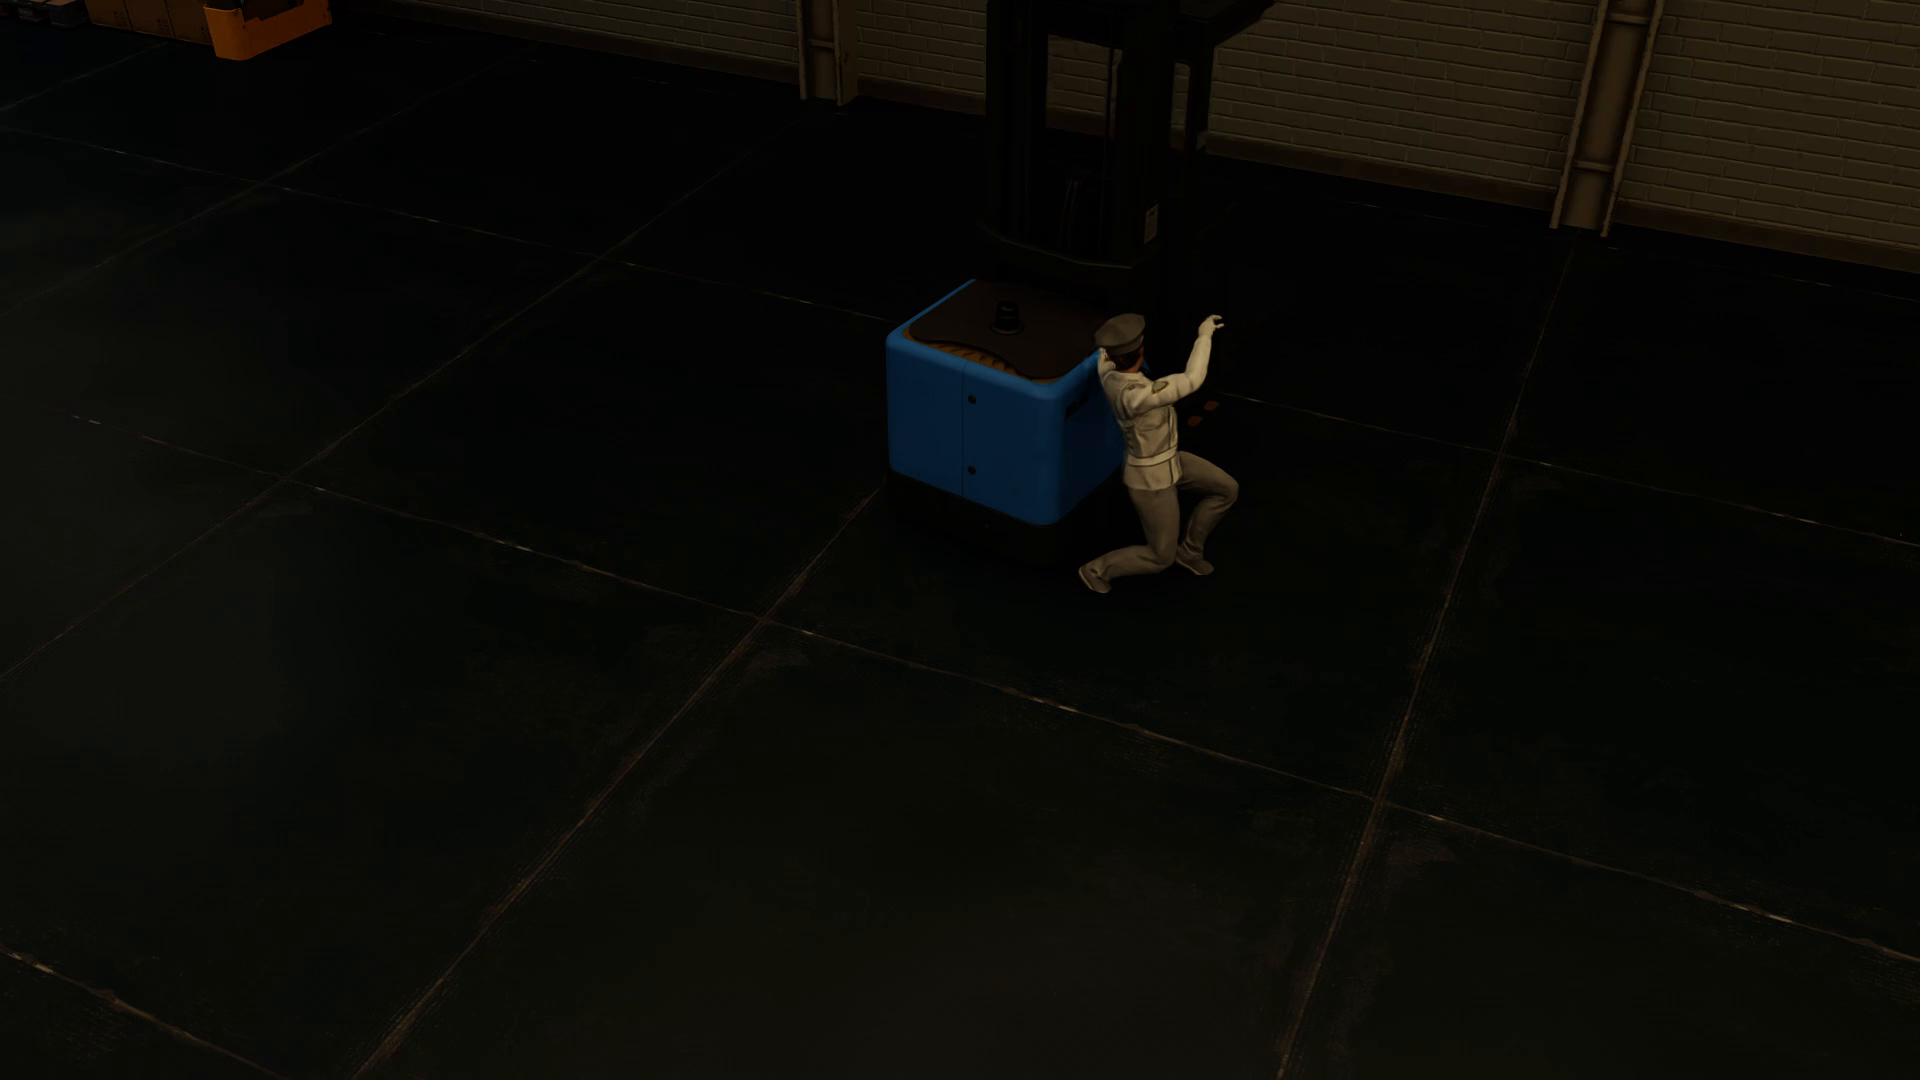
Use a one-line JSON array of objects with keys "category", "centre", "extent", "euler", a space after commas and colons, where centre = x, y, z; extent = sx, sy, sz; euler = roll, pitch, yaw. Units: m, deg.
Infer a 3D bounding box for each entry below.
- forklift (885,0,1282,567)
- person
[{"category": "forklift", "centre": [0.864, -1.872, 8.712], "extent": [1.130, 2.935, 3.031], "euler": [22, 41, 27]}, {"category": "person", "centre": [0.993, -0.500, 8.138], "extent": [0.764, 1.506, 0.997], "euler": [3, 36, 4]}]
